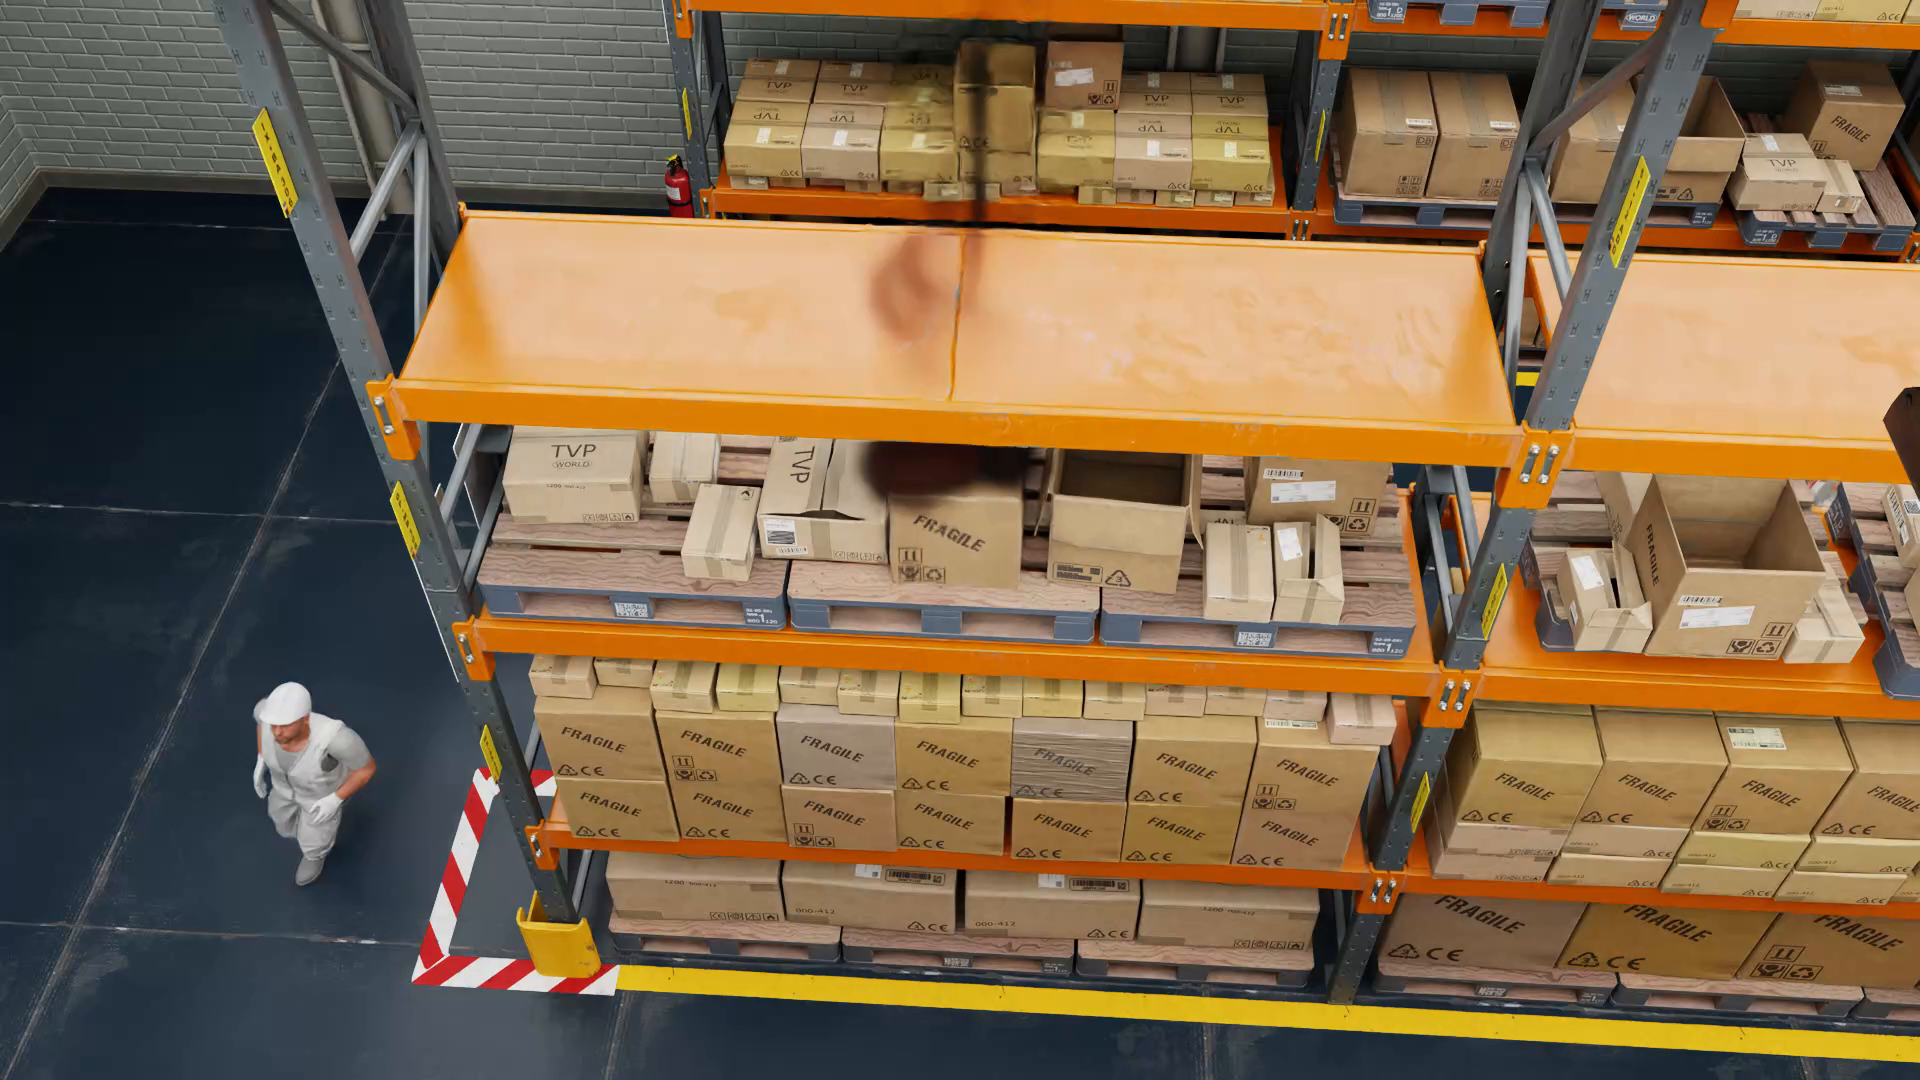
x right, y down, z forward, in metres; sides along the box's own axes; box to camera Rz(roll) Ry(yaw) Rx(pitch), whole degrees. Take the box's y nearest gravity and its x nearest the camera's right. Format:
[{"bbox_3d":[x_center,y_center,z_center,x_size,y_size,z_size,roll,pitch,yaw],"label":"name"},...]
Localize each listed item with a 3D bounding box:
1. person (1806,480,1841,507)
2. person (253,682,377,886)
[{"bbox_3d":[4.842,0.078,9.477,0.952,1.778,0.671,2,48,2],"label":"person"},{"bbox_3d":[-3.244,1.179,8.538,0.714,1.693,0.628,16,50,14],"label":"person"}]
